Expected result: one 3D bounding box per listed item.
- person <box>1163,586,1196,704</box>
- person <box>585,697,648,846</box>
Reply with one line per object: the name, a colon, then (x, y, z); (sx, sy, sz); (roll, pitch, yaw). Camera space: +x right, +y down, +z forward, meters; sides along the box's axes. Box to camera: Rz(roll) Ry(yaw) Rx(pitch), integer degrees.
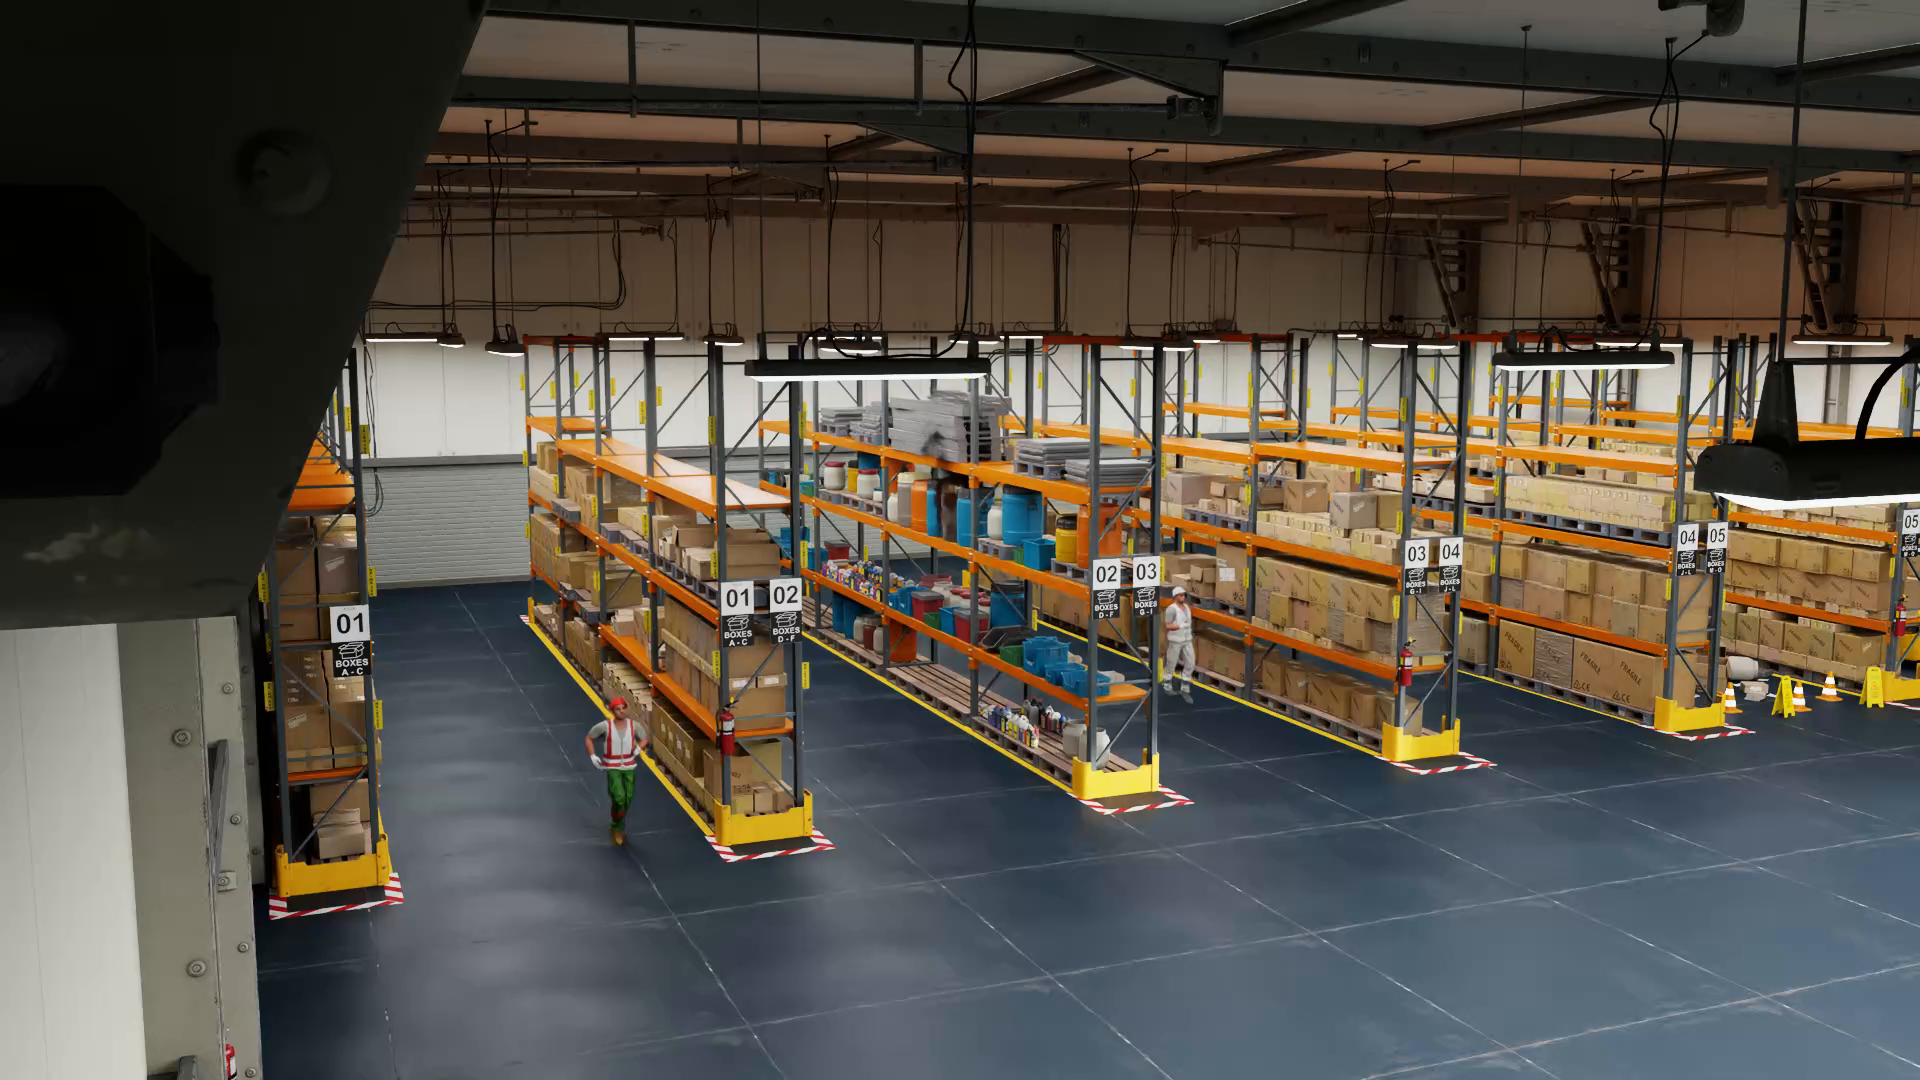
person: (3.529, 1.676, 26.484); (0.632, 1.879, 0.692); (-5, 9, -33)
person: (-4.105, 2.791, 20.118); (0.730, 1.787, 0.639); (-4, 9, -28)
